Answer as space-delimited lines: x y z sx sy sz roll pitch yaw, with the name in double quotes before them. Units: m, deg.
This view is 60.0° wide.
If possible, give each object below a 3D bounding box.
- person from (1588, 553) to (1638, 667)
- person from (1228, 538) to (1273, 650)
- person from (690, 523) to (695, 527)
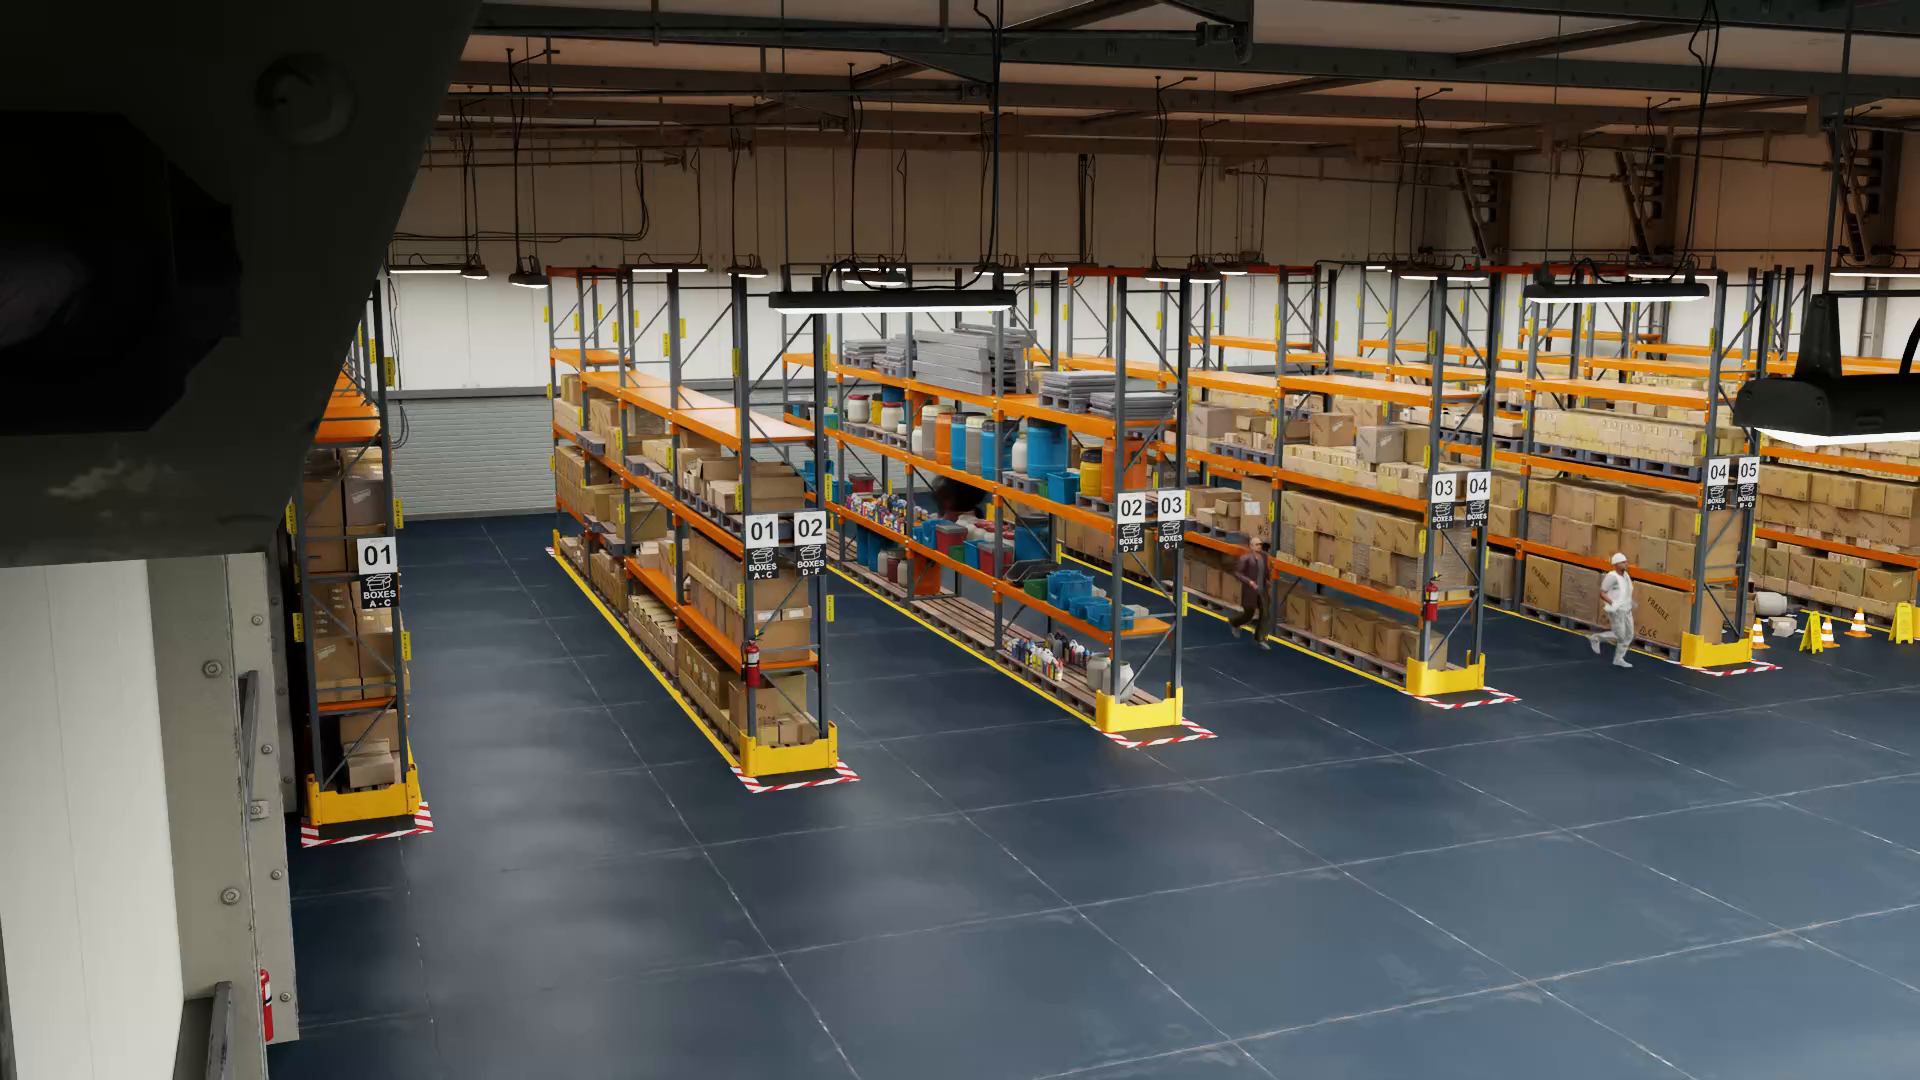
"person" 10.071 1.063 25.561 0.683 1.743 0.689 -8 13 -40
"person" 4.658 0.813 26.544 0.707 1.757 0.935 -5 11 -26
"person" -5.345 -0.274 33.721 0.558 1.576 0.627 -6 12 -32
